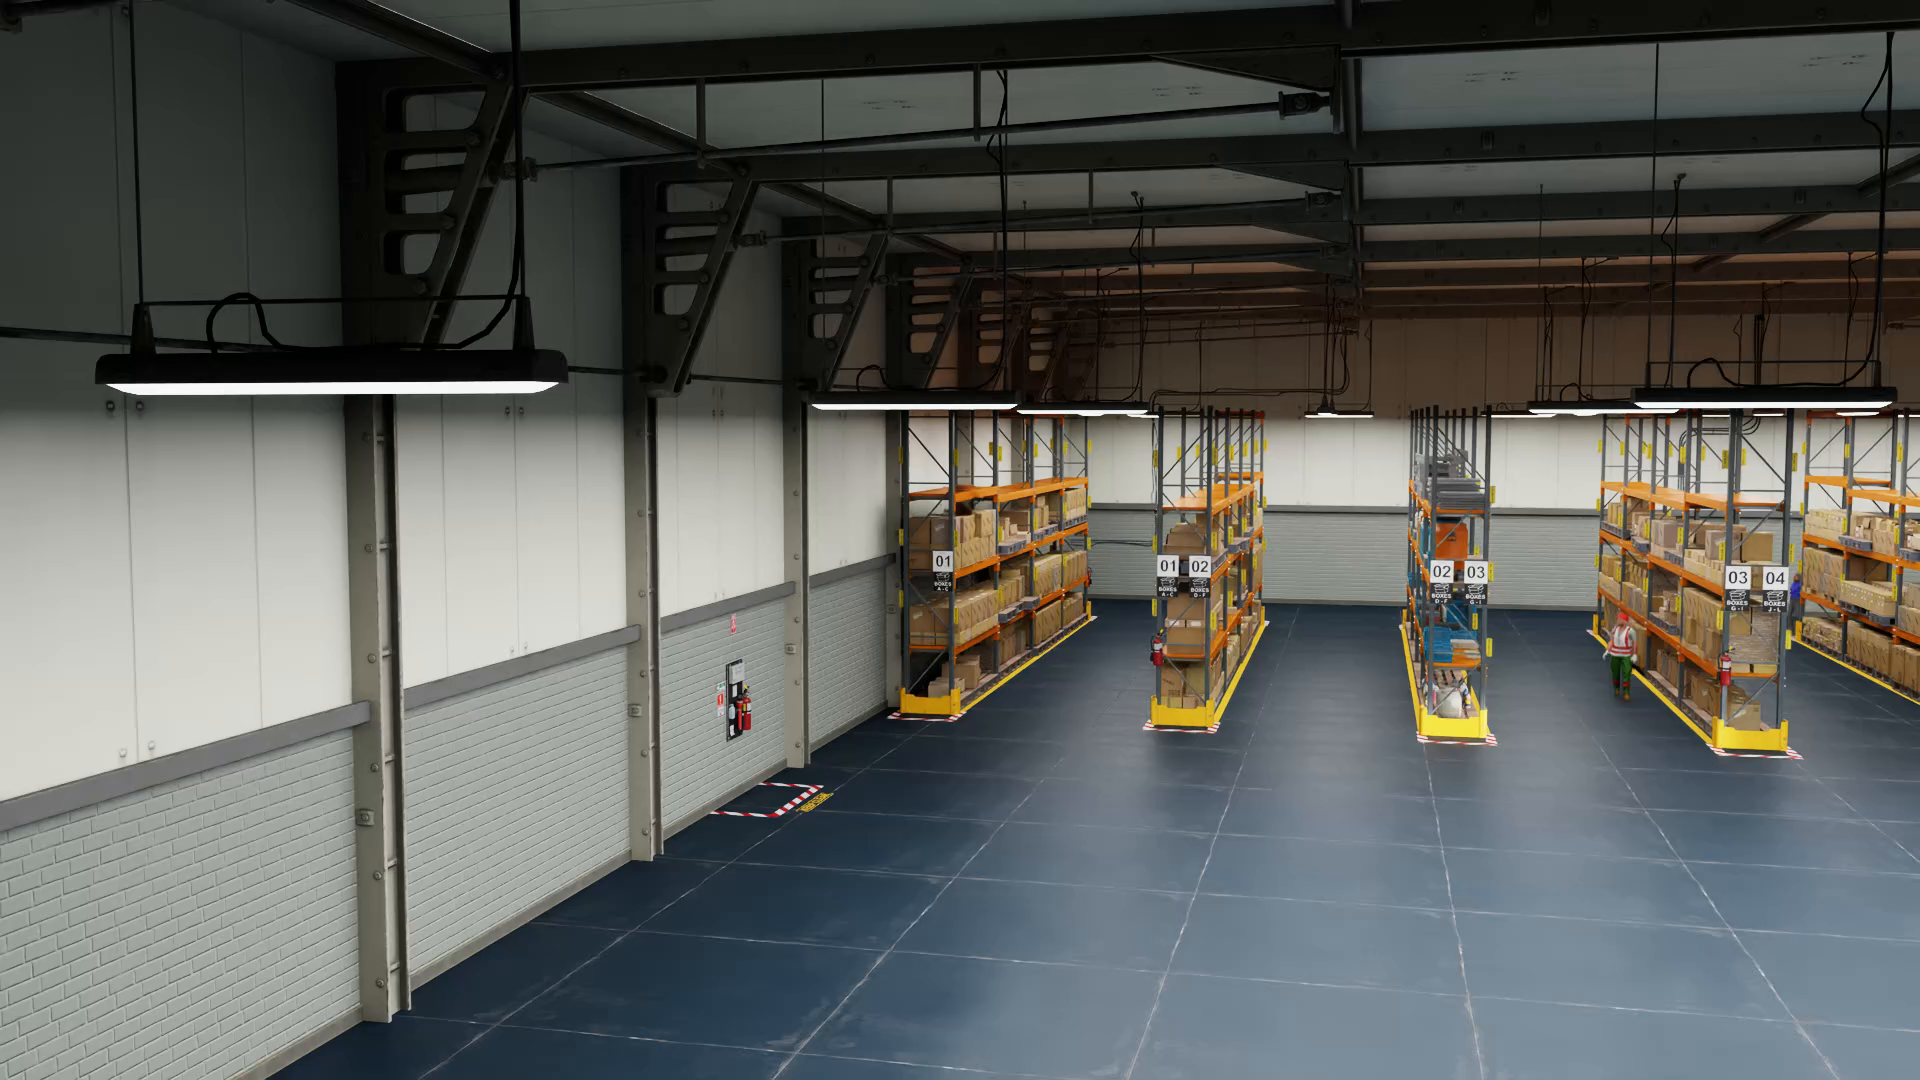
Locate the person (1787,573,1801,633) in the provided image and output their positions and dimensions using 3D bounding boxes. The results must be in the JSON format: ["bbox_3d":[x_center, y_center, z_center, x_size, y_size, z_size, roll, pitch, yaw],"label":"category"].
[{"bbox_3d":[22.502,1.693,44.679,0.708,1.621,0.513,-1,4,-16],"label":"person"}]

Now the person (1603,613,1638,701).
[{"bbox_3d":[13.588,2.380,34.219,0.667,1.747,0.964,1,4,18],"label":"person"}]
